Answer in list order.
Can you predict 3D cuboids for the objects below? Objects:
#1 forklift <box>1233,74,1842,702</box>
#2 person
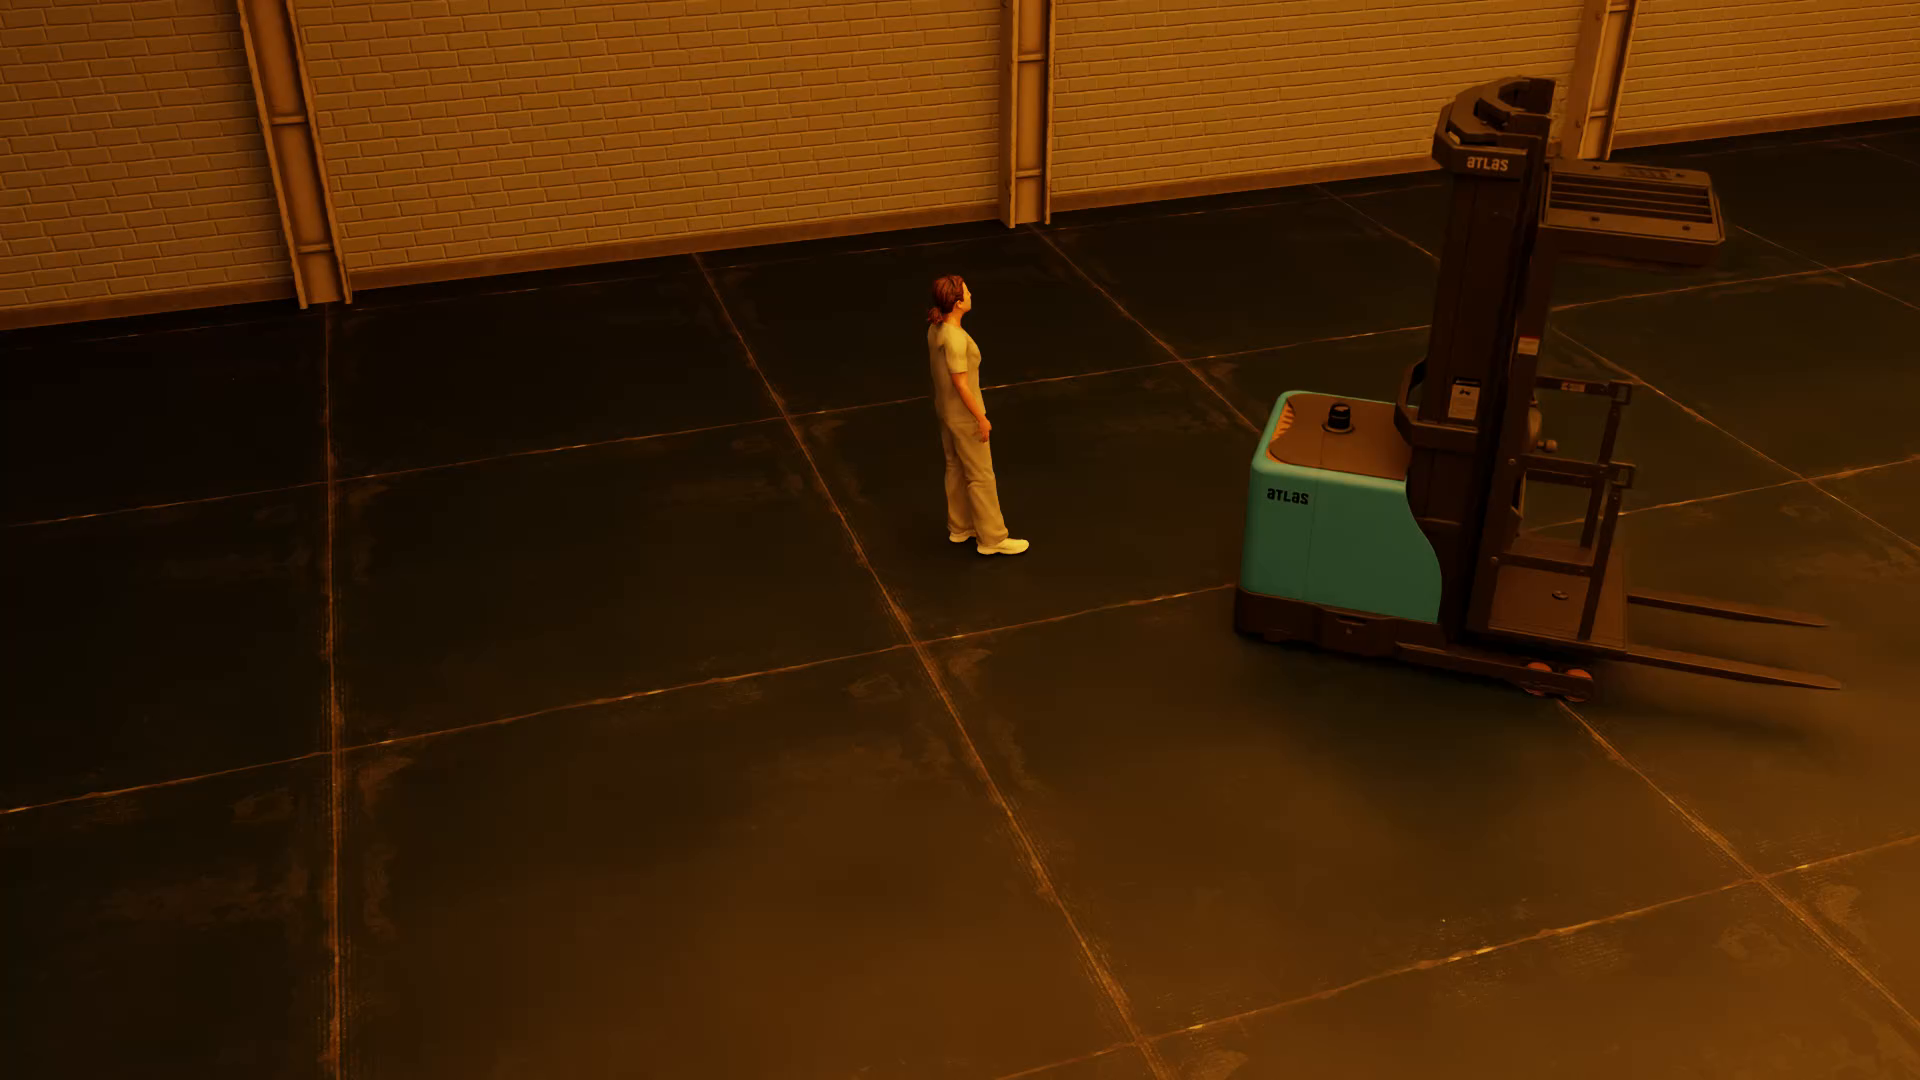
[{"bbox_3d":[3.071,-0.734,8.363,3.031,2.935,1.130,10,31,16],"label":"forklift"},{"bbox_3d":[0.075,-0.738,9.613,0.548,1.673,0.549,-10,31,-16],"label":"person"}]
